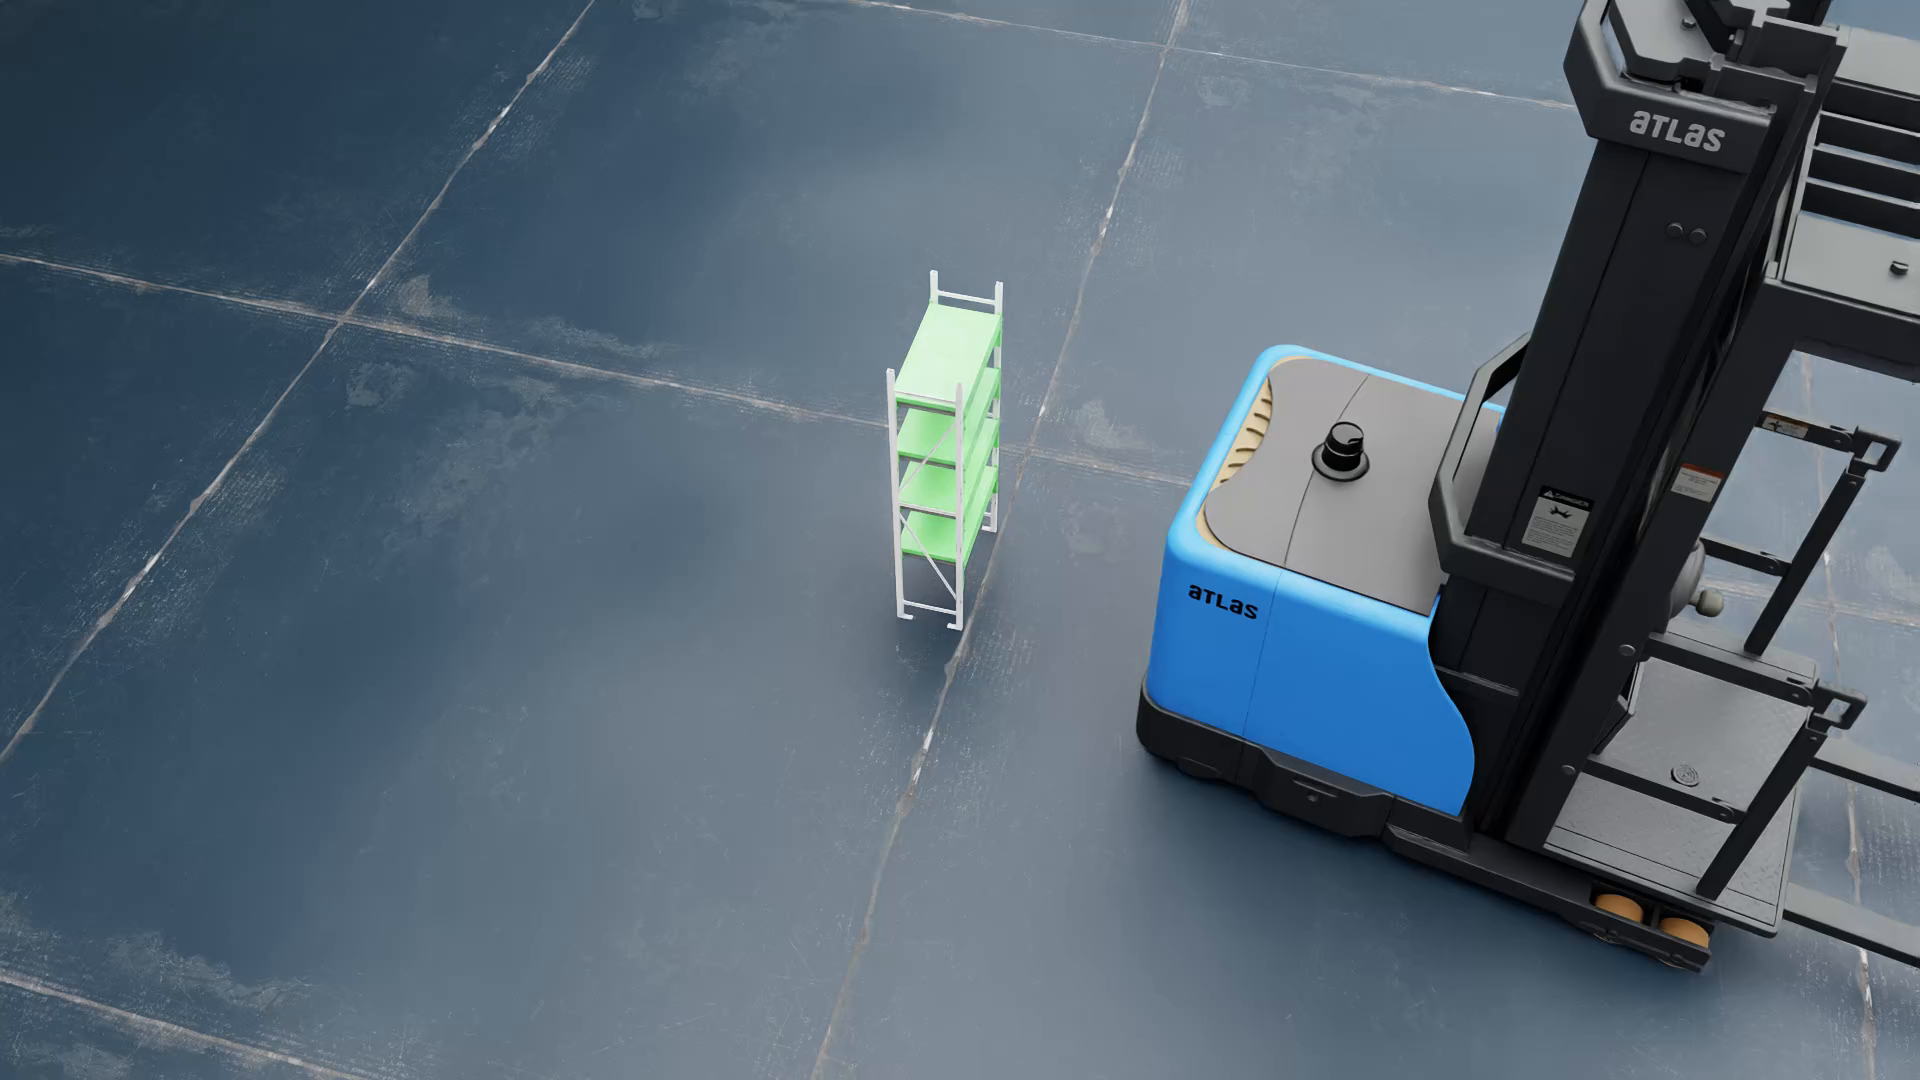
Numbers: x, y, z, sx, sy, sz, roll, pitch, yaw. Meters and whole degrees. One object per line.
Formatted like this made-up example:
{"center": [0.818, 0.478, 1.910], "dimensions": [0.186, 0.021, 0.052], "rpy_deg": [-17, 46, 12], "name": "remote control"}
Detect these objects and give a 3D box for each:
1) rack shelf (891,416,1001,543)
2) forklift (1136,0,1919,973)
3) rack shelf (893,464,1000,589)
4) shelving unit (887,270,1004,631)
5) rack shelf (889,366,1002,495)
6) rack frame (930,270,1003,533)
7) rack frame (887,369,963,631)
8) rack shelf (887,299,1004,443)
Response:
{"center": [-0.044, -0.235, 5.742], "dimensions": [0.258, 0.148, 0.480], "rpy_deg": [12, 50, 10], "name": "rack shelf"}
{"center": [2.150, -0.119, 4.400], "dimensions": [3.031, 2.935, 1.130], "rpy_deg": [19, 51, 16], "name": "forklift"}
{"center": [-0.044, -0.076, 5.922], "dimensions": [0.258, 0.148, 0.480], "rpy_deg": [12, 50, 10], "name": "rack shelf"}
{"center": [-0.044, -0.277, 5.694], "dimensions": [0.258, 1.200, 0.503], "rpy_deg": [12, 50, 10], "name": "shelving unit"}
{"center": [-0.044, -0.394, 5.562], "dimensions": [0.258, 0.148, 0.480], "rpy_deg": [12, 50, 10], "name": "rack shelf"}
{"center": [0.021, -0.454, 5.850], "dimensions": [0.240, 1.200, 0.015], "rpy_deg": [12, 50, 10], "name": "rack frame"}
{"center": [-0.108, -0.101, 5.539], "dimensions": [0.240, 1.200, 0.015], "rpy_deg": [12, 50, 10], "name": "rack frame"}
{"center": [-0.044, -0.553, 5.383], "dimensions": [0.258, 0.148, 0.480], "rpy_deg": [12, 50, 10], "name": "rack shelf"}
